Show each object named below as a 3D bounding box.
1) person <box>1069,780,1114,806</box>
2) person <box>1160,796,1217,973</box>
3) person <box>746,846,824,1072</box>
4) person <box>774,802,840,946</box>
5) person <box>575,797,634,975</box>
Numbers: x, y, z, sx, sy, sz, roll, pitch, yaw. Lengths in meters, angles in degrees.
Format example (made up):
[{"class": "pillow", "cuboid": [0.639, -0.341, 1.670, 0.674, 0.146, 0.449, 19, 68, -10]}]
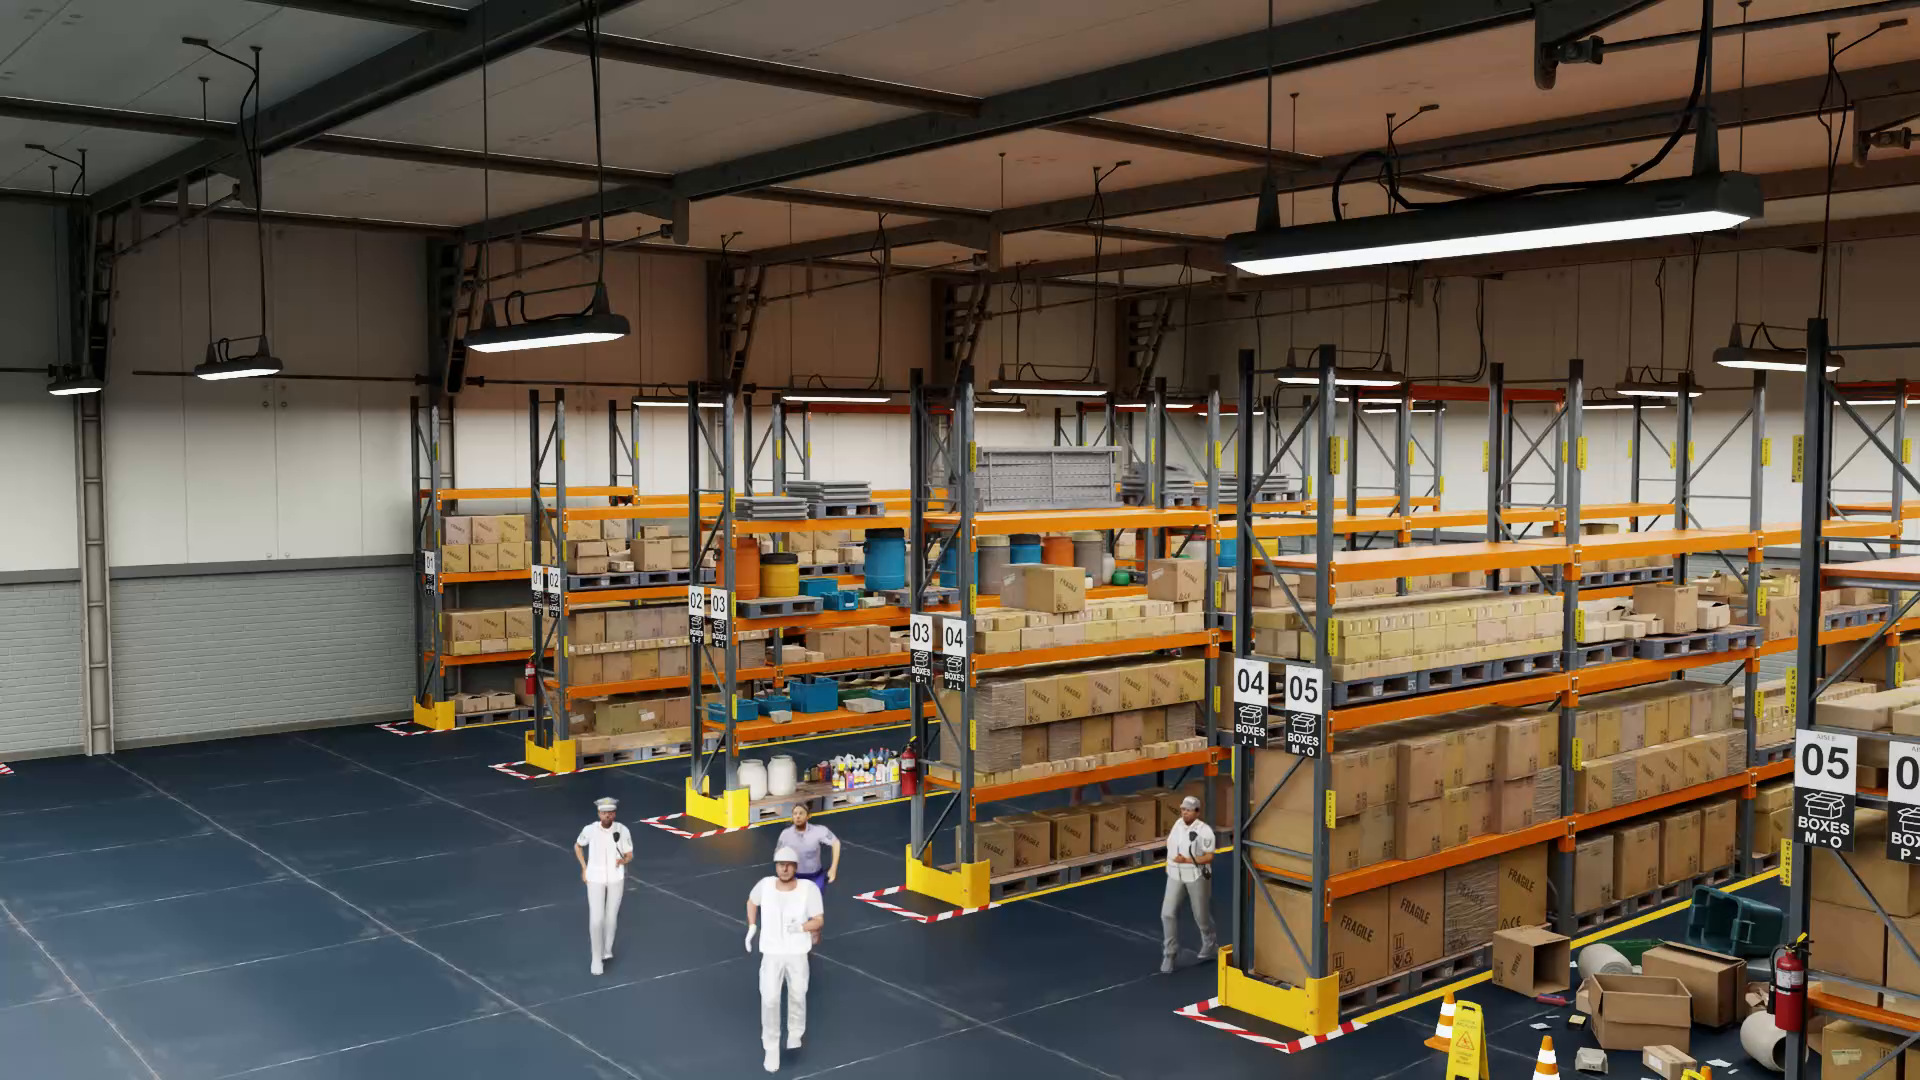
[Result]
[{"class": "person", "cuboid": [1.816, 2.965, 22.911, 0.552, 1.715, 0.830, 3, 5, 43]}, {"class": "person", "cuboid": [2.263, 3.376, 16.373, 0.575, 1.721, 0.770, 2, 4, 36]}, {"class": "person", "cuboid": [-1.456, 3.460, 13.816, 0.659, 1.832, 0.758, 0, 3, -4]}, {"class": "person", "cuboid": [-1.528, 3.405, 16.461, 0.635, 1.598, 0.606, 0, 3, 5]}, {"class": "person", "cuboid": [-3.468, 3.370, 16.283, 0.551, 1.739, 0.716, -1, 4, -18]}]
